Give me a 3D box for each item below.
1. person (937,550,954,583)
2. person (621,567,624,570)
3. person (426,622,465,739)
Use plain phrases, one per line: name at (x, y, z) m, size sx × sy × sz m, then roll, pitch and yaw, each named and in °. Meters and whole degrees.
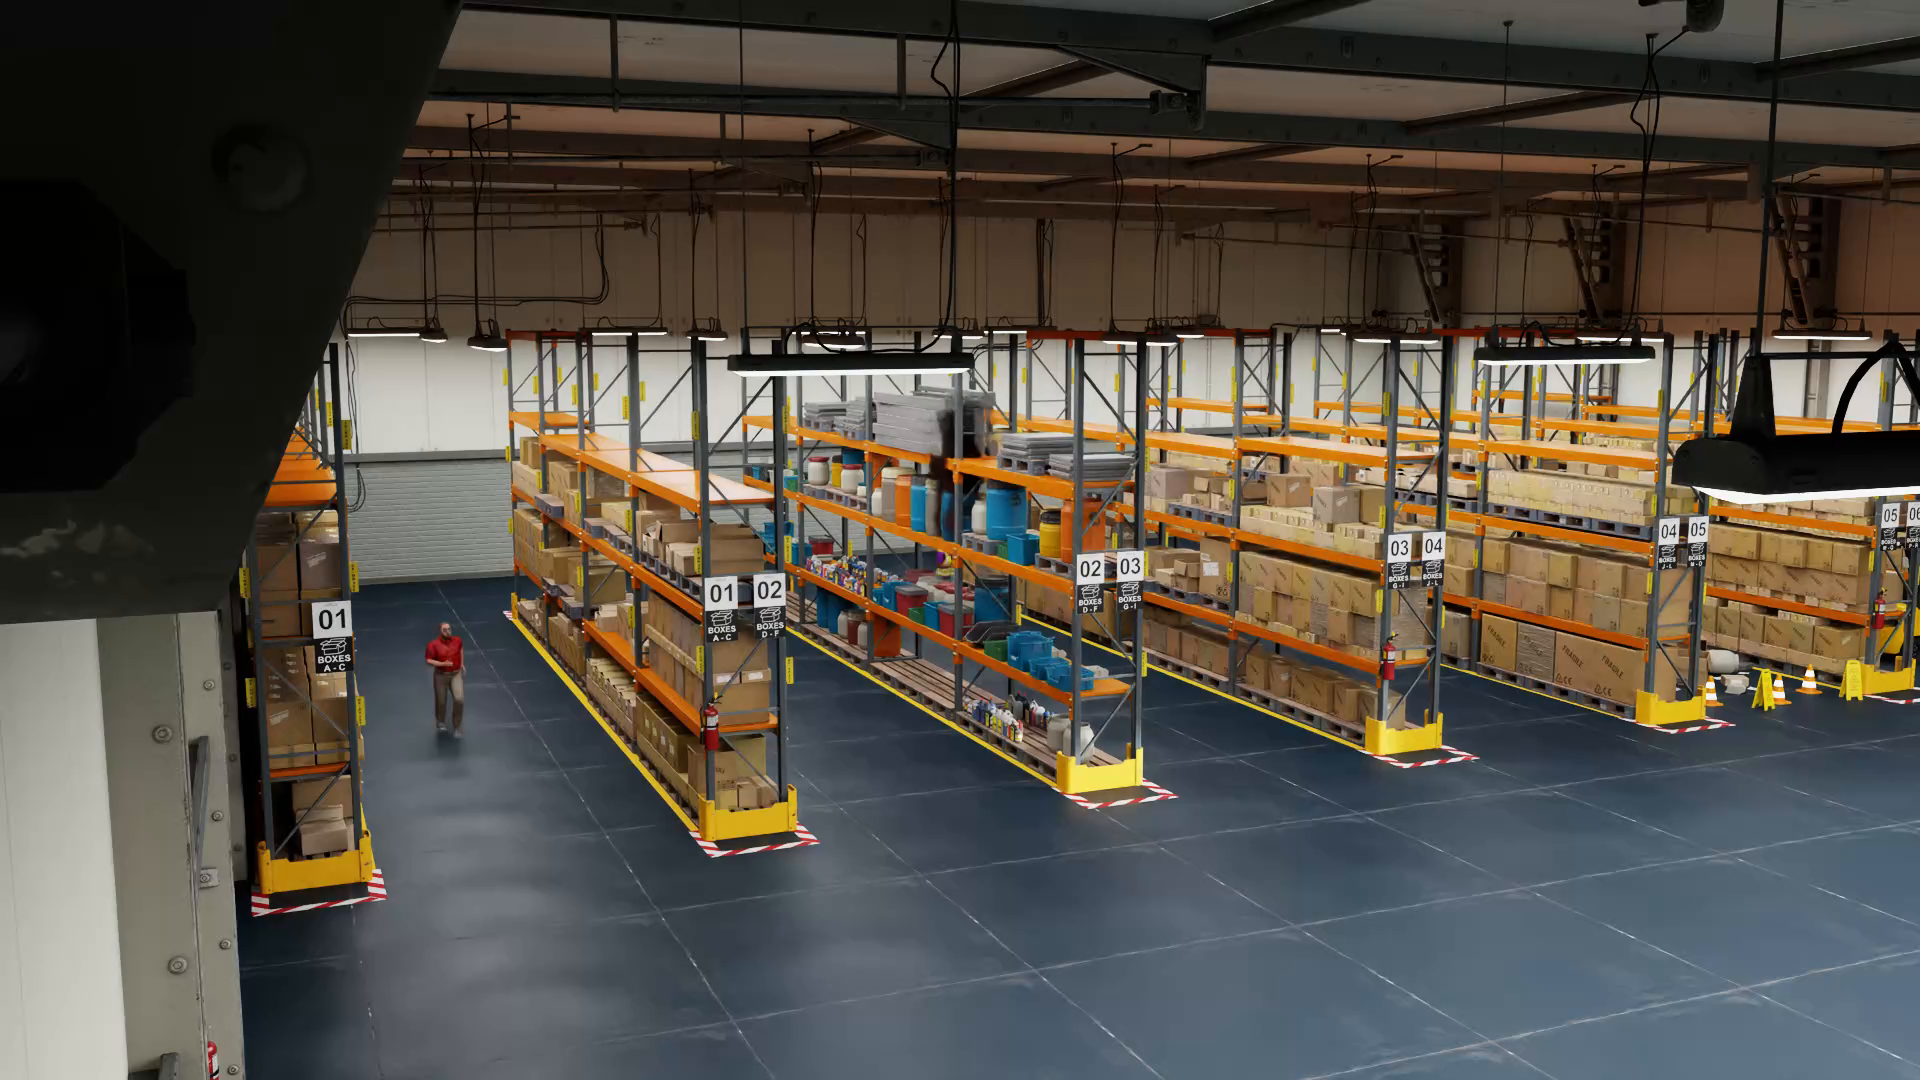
person at (-0.267, 0.732, 34.895) m, size 0.653 × 1.711 × 0.966 m, roll -5°, pitch 9°, yaw -31°
person at (-7.305, 0.733, 35.337) m, size 0.482 × 1.670 × 0.783 m, roll -4°, pitch 9°, yaw -27°
person at (-7.696, 2.107, 24.944) m, size 0.613 × 1.790 × 0.855 m, roll -4°, pitch 9°, yaw -29°
